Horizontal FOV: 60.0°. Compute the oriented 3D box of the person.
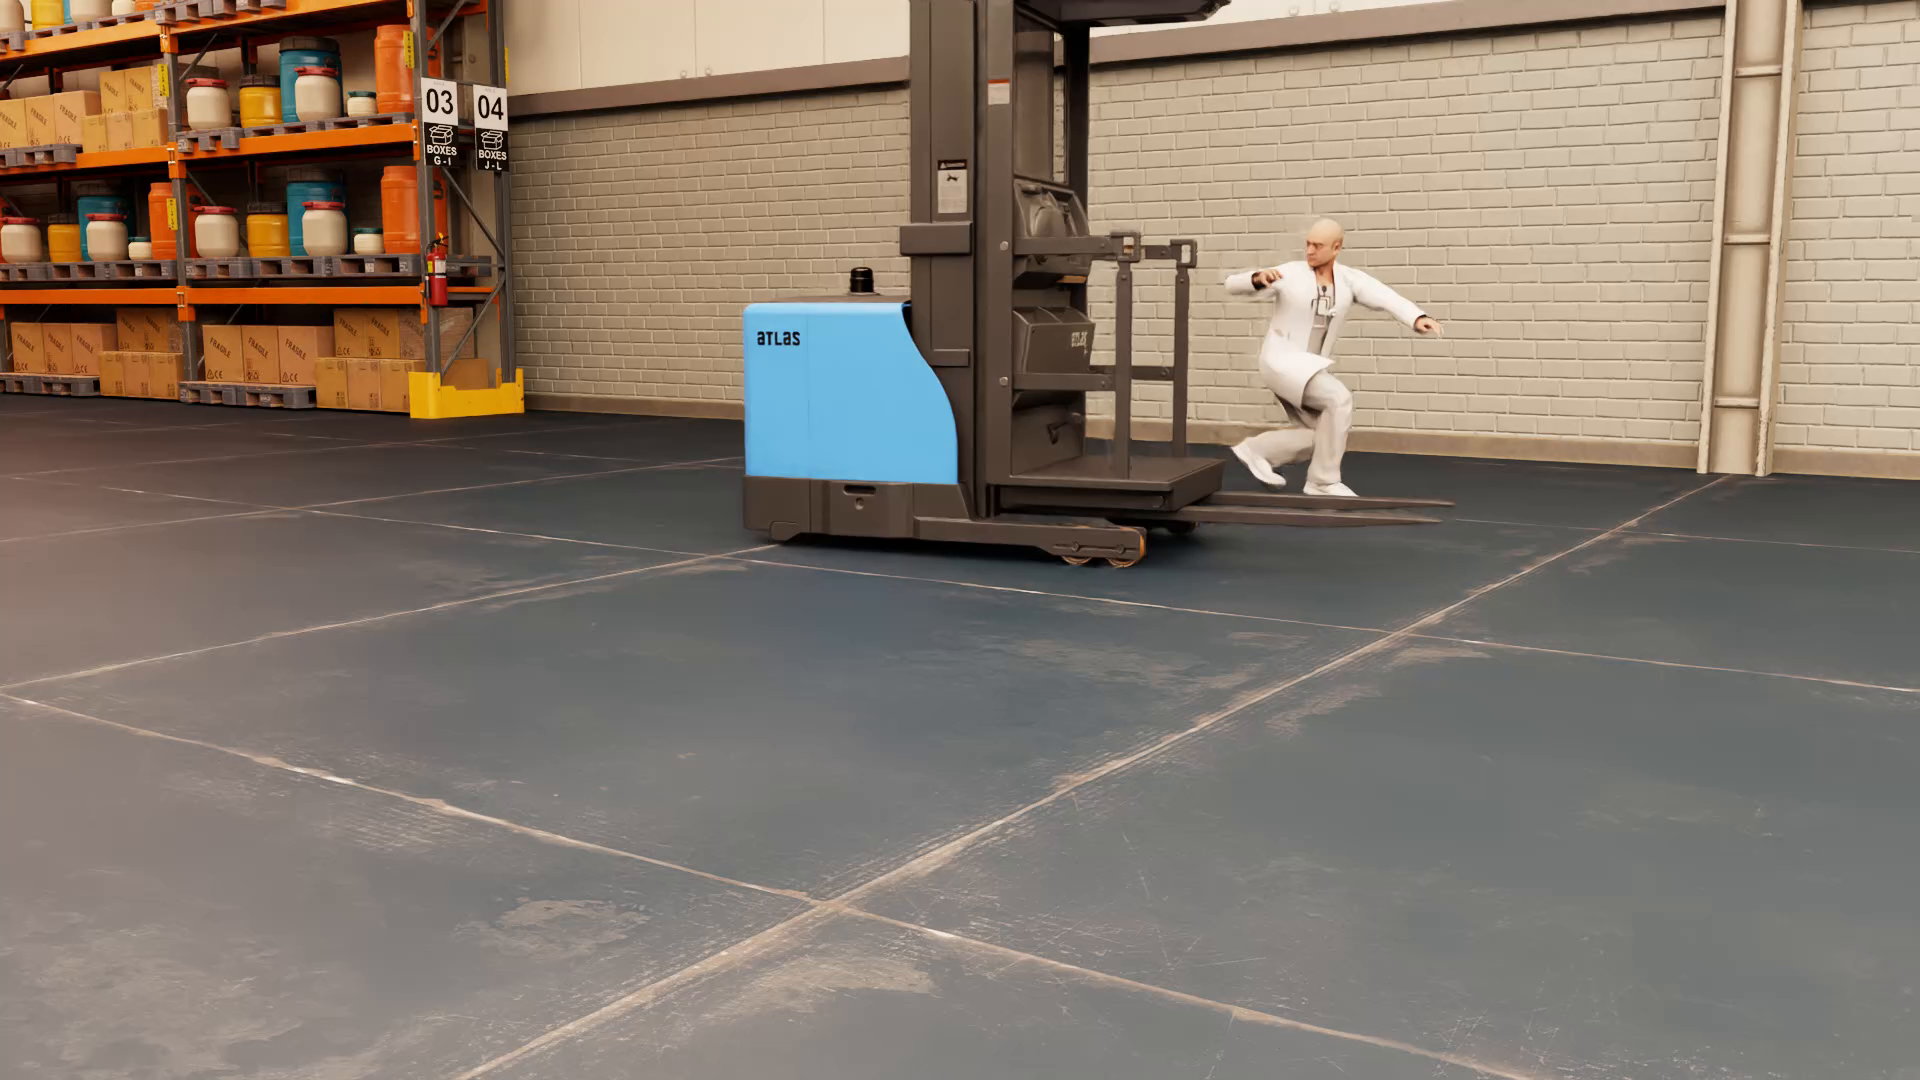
[{"bbox_3d":[1.927,-0.940,8.834,0.854,1.517,1.166,-6,10,-37],"label":"person"}]

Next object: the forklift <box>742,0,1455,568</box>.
[{"bbox_3d":[0.591,-1.422,7.193,3.031,2.935,1.130,3,9,21],"label":"forklift"}]
